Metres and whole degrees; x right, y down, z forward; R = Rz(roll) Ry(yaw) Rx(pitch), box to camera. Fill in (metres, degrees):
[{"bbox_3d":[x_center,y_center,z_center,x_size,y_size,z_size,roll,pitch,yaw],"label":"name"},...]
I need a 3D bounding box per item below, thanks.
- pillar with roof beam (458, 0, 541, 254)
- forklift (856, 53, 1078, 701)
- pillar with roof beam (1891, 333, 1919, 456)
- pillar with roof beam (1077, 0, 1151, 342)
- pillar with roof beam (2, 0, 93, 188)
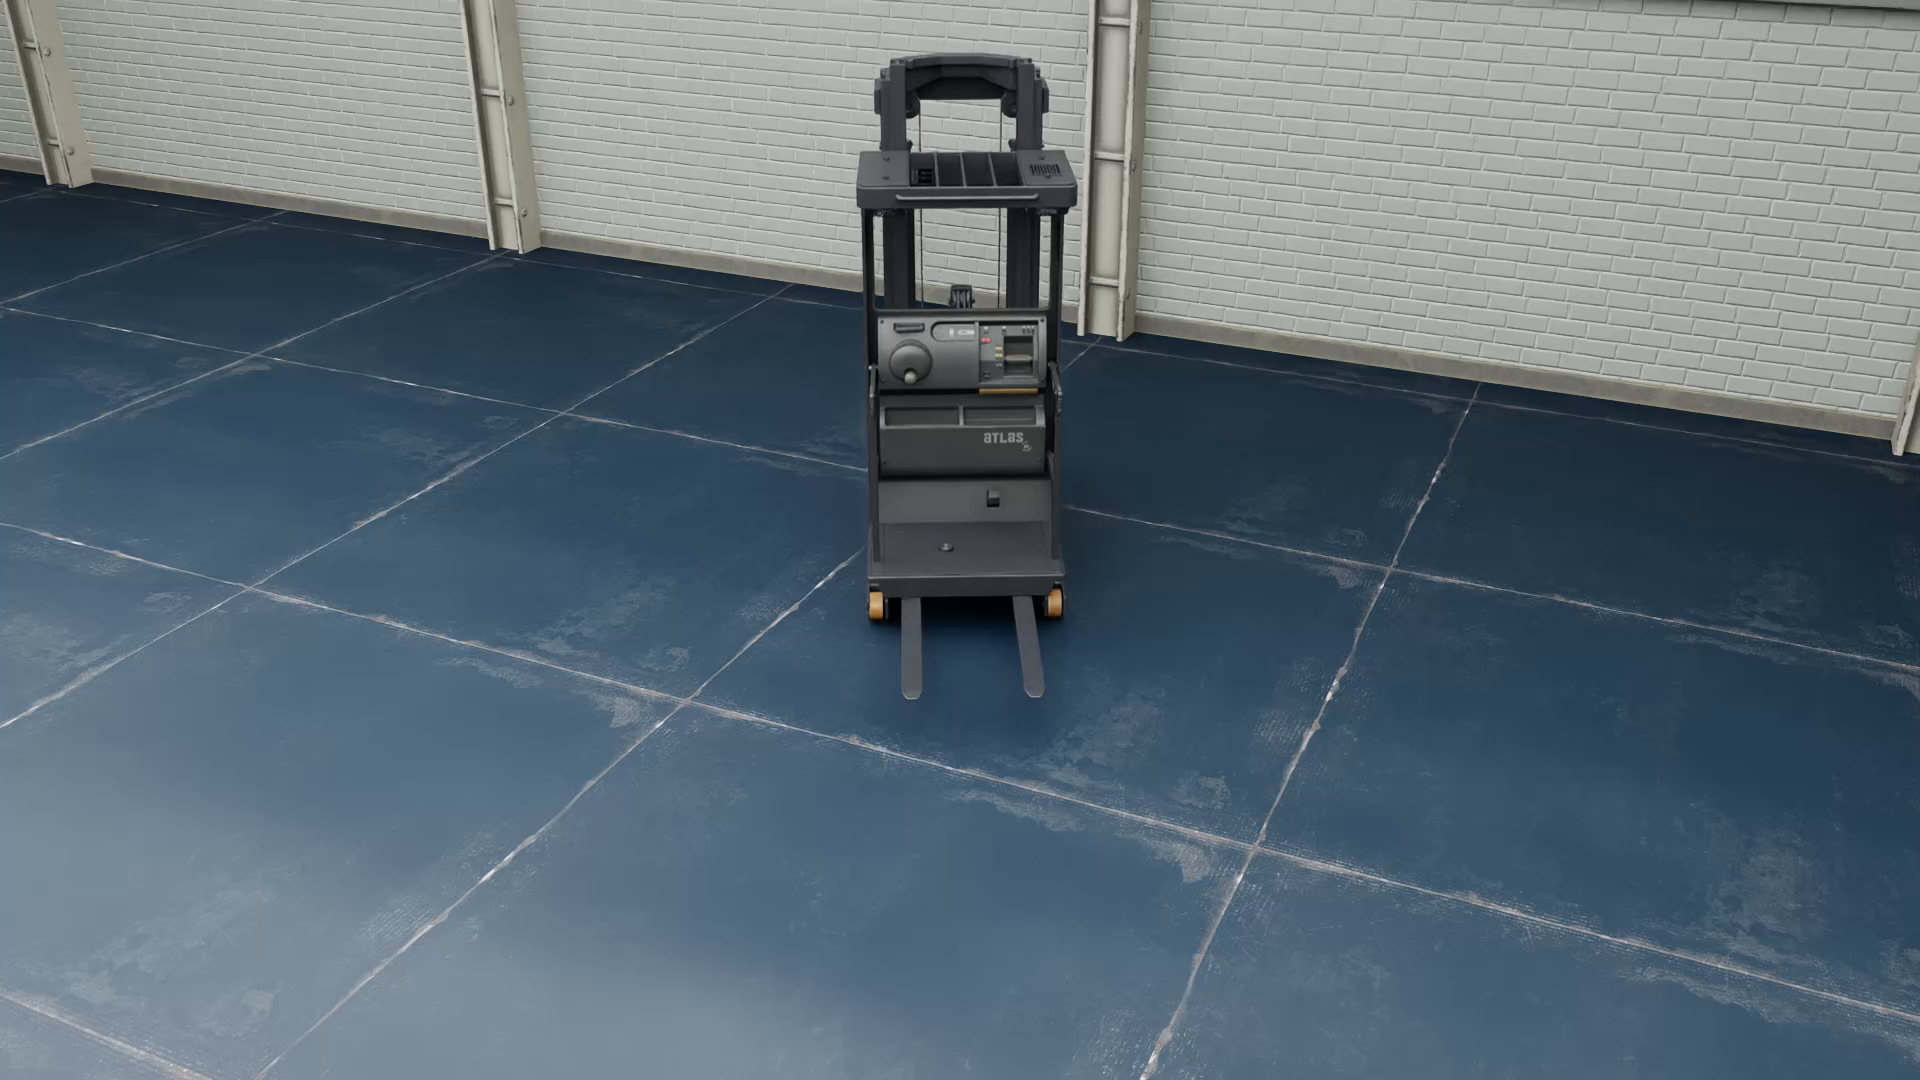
[{"bbox_3d":[-6.037,-5.115,10.452,0.400,9.000,9.100,11,28,22],"label":"pillar with roof beam"},{"bbox_3d":[0.022,-1.006,8.975,1.130,2.935,3.031,-1,26,-2],"label":"forklift"},{"bbox_3d":[4.886,-2.921,5.996,0.400,9.000,9.100,11,28,22],"label":"pillar with roof beam"},{"bbox_3d":[-0.576,-4.018,8.224,0.400,9.000,9.100,11,28,22],"label":"pillar with roof beam"},{"bbox_3d":[-11.499,-6.212,12.680,0.400,9.000,9.100,11,28,22],"label":"pillar with roof beam"}]
